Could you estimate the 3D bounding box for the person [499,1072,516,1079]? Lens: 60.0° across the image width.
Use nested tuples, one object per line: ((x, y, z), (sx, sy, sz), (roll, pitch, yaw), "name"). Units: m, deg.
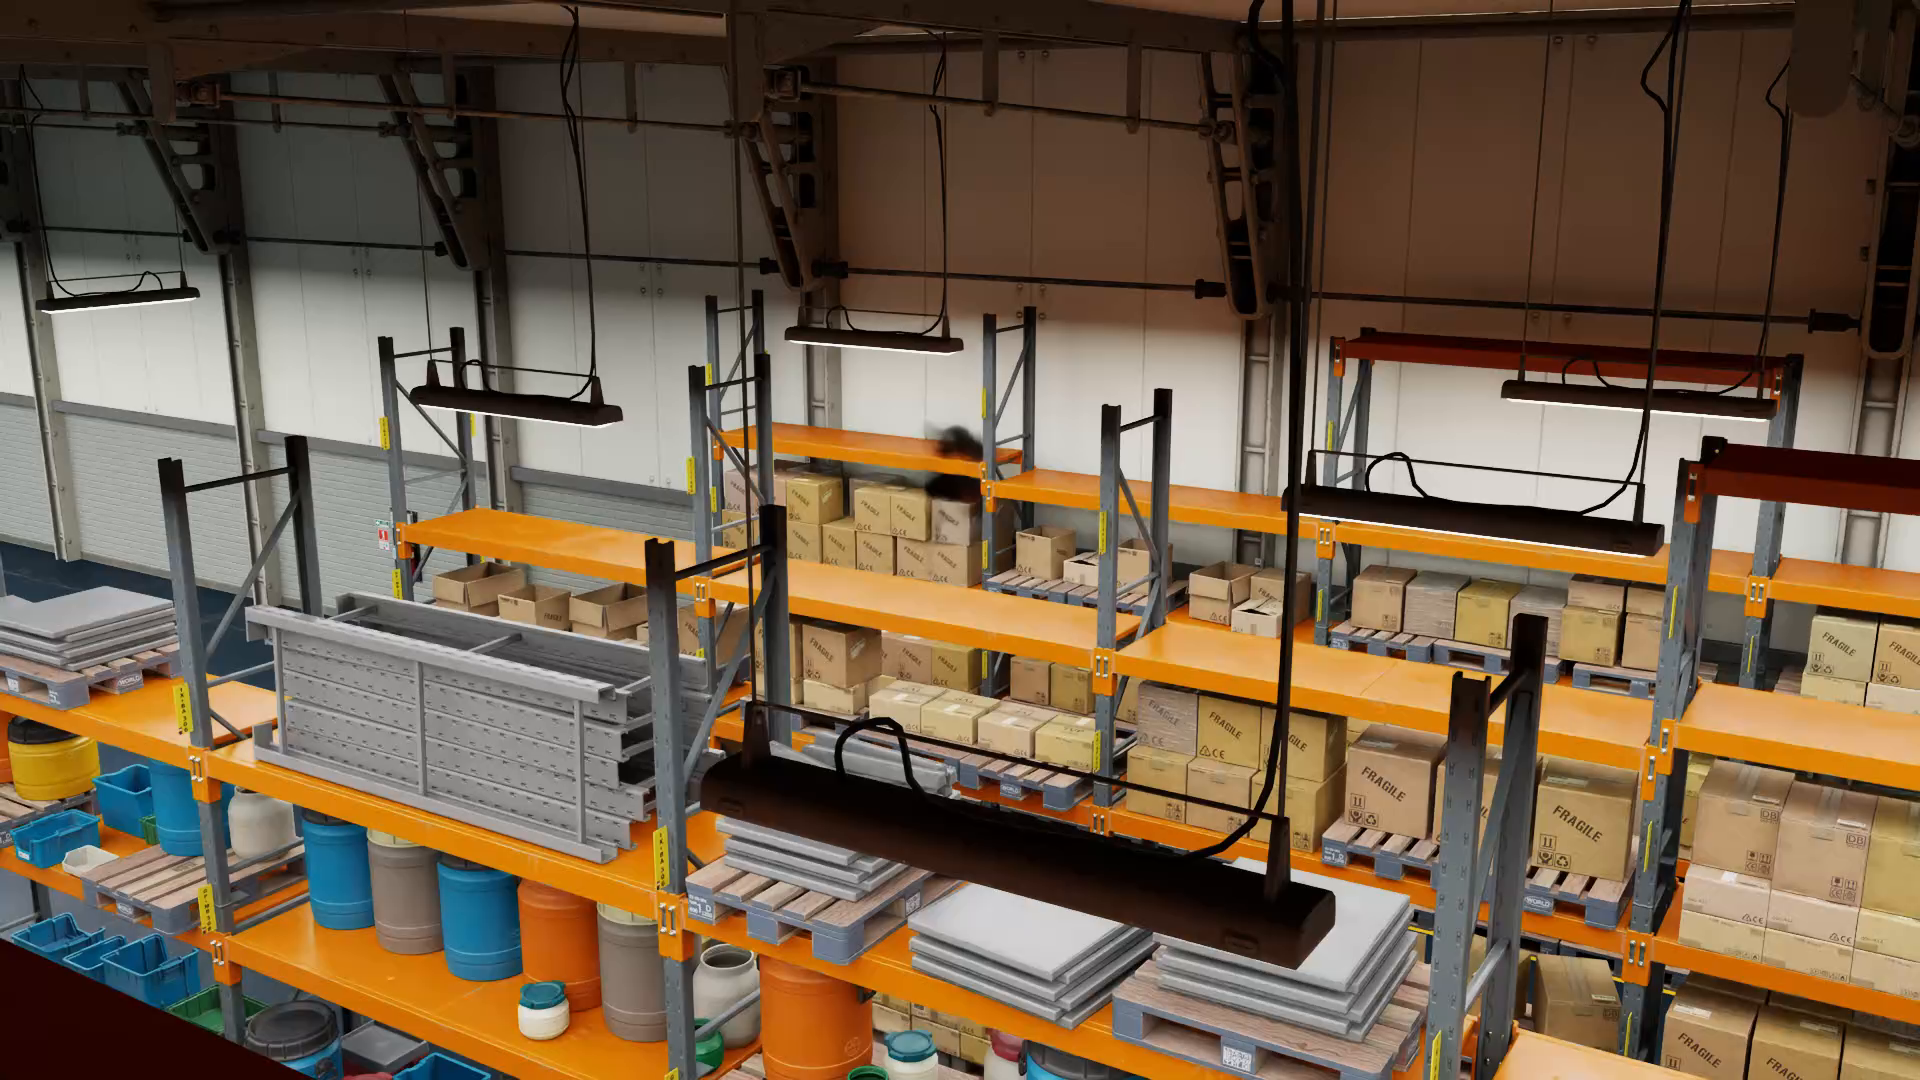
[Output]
((-3.548, 3.989, 13.827), (1.022, 1.599, 0.506), (4, 14, 15), "person")
